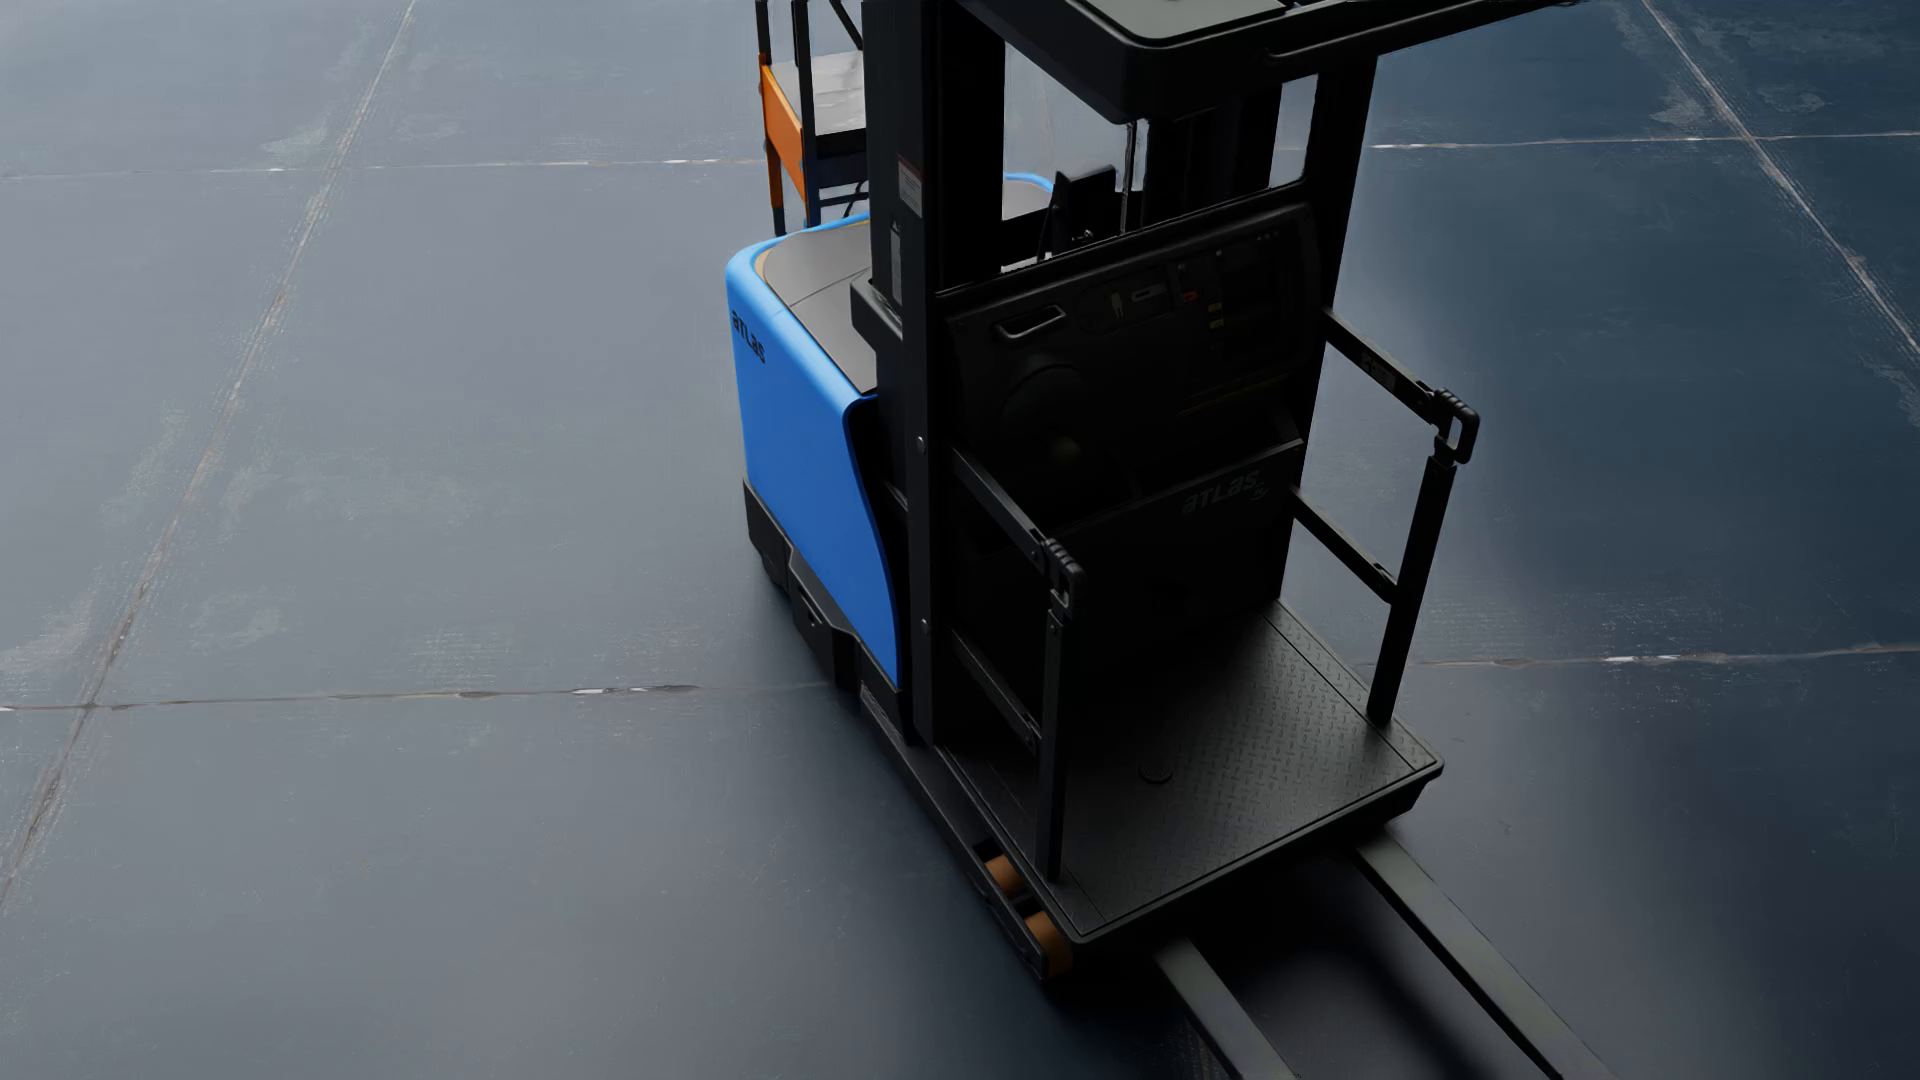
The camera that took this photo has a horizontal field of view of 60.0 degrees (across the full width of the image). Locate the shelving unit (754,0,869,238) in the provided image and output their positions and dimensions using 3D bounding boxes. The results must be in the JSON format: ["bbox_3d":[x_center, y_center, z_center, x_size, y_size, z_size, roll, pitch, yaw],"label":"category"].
[{"bbox_3d":[-0.323,-1.145,4.946,0.431,2.100,0.503,-13,44,-14],"label":"shelving unit"}]

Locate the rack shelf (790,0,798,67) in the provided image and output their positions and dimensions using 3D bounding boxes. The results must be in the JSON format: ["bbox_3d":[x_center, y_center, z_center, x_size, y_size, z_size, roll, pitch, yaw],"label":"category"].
[{"bbox_3d":[-0.323,-1.651,4.482,0.431,0.518,0.480,-13,44,-14],"label":"rack shelf"}]

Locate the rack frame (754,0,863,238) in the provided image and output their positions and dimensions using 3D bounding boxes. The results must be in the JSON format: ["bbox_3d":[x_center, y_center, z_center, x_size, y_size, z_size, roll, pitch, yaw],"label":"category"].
[{"bbox_3d":[-0.403,-1.301,5.116,0.400,2.100,0.015,-13,44,-14],"label":"rack frame"}]

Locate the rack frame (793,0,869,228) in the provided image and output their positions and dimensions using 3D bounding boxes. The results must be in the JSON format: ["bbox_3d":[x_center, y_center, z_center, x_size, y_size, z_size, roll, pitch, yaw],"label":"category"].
[{"bbox_3d":[-0.243,-0.990,4.776,0.400,2.100,0.015,-13,44,-14],"label":"rack frame"}]

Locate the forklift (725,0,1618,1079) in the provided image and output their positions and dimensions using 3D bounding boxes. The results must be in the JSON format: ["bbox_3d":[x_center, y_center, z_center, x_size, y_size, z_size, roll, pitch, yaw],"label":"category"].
[{"bbox_3d":[0.504,-0.364,3.478,1.130,2.935,3.031,-21,46,-21],"label":"forklift"}]

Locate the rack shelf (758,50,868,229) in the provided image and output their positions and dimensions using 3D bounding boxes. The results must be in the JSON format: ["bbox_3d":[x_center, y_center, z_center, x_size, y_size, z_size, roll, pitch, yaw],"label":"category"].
[{"bbox_3d":[-0.323,-1.135,4.955,0.431,0.518,0.480,-13,44,-14],"label":"rack shelf"}]
